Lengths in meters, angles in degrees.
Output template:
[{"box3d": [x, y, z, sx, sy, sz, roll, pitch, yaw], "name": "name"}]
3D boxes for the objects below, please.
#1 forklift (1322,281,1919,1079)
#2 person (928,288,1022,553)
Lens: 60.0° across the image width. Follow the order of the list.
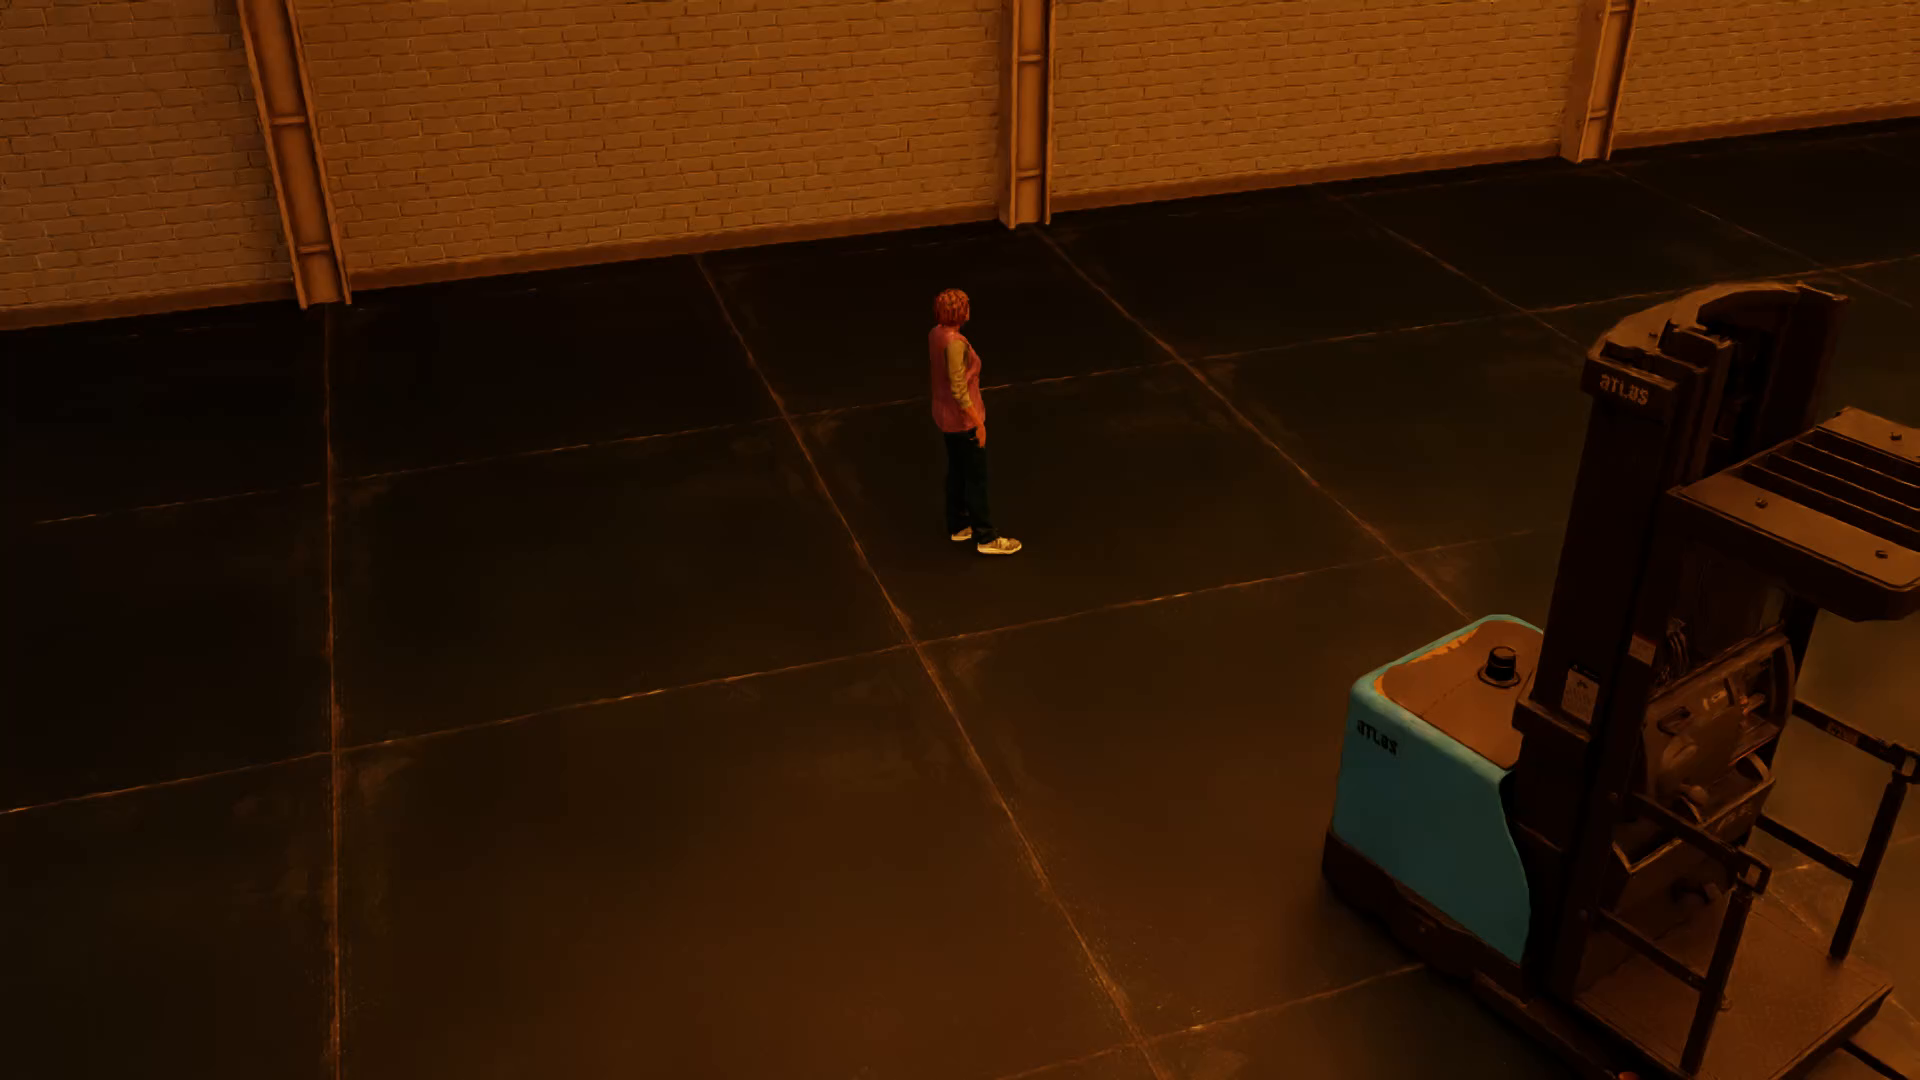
[{"box3d": [2.869, 0.698, 5.874, 1.130, 2.935, 3.031, -20, 35, -30], "name": "forklift"}, {"box3d": [0.075, -0.704, 9.633, 0.474, 1.597, 0.520, -10, 31, -16], "name": "person"}]
